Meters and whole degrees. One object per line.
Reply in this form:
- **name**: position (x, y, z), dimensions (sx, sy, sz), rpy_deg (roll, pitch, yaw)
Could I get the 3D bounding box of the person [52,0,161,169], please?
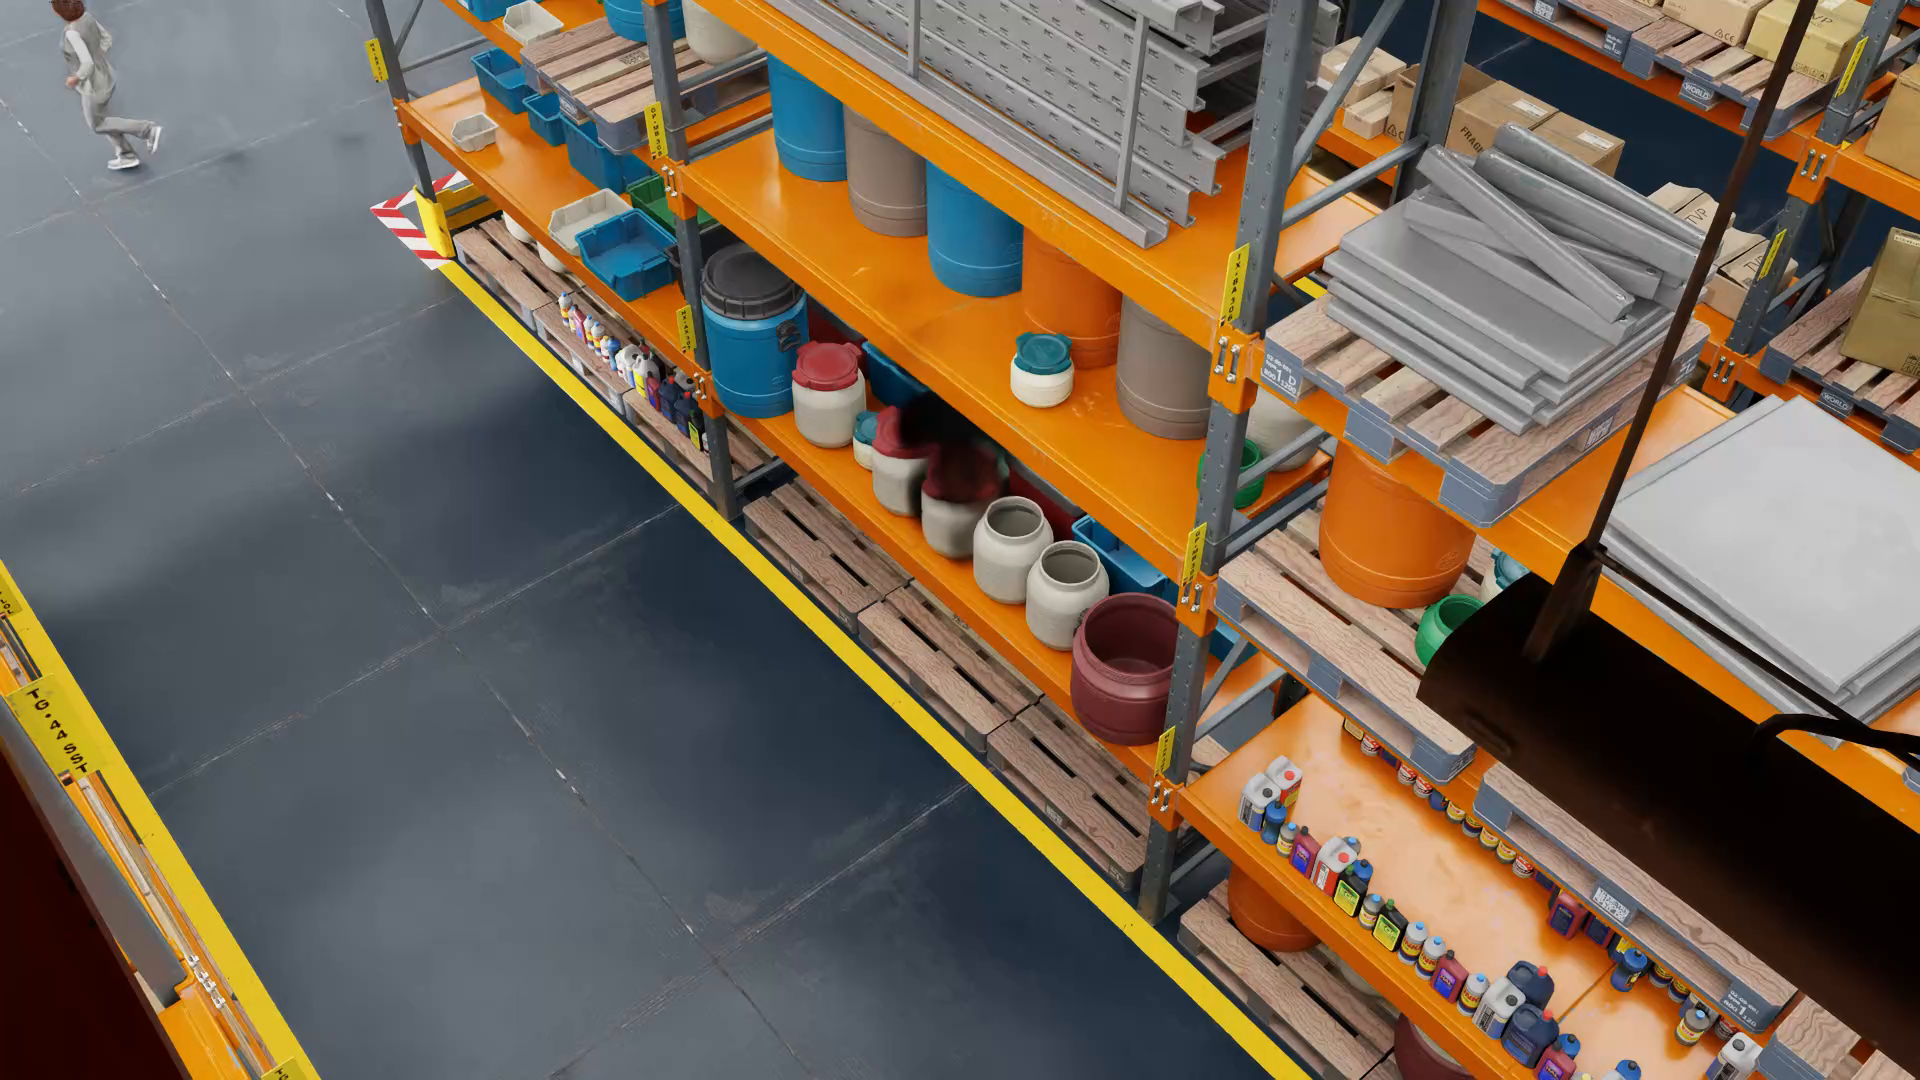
- **person**: position (-6.879, -3.673, 13.417), dimensions (0.557, 1.562, 0.540), rpy_deg (-3, 47, -3)
